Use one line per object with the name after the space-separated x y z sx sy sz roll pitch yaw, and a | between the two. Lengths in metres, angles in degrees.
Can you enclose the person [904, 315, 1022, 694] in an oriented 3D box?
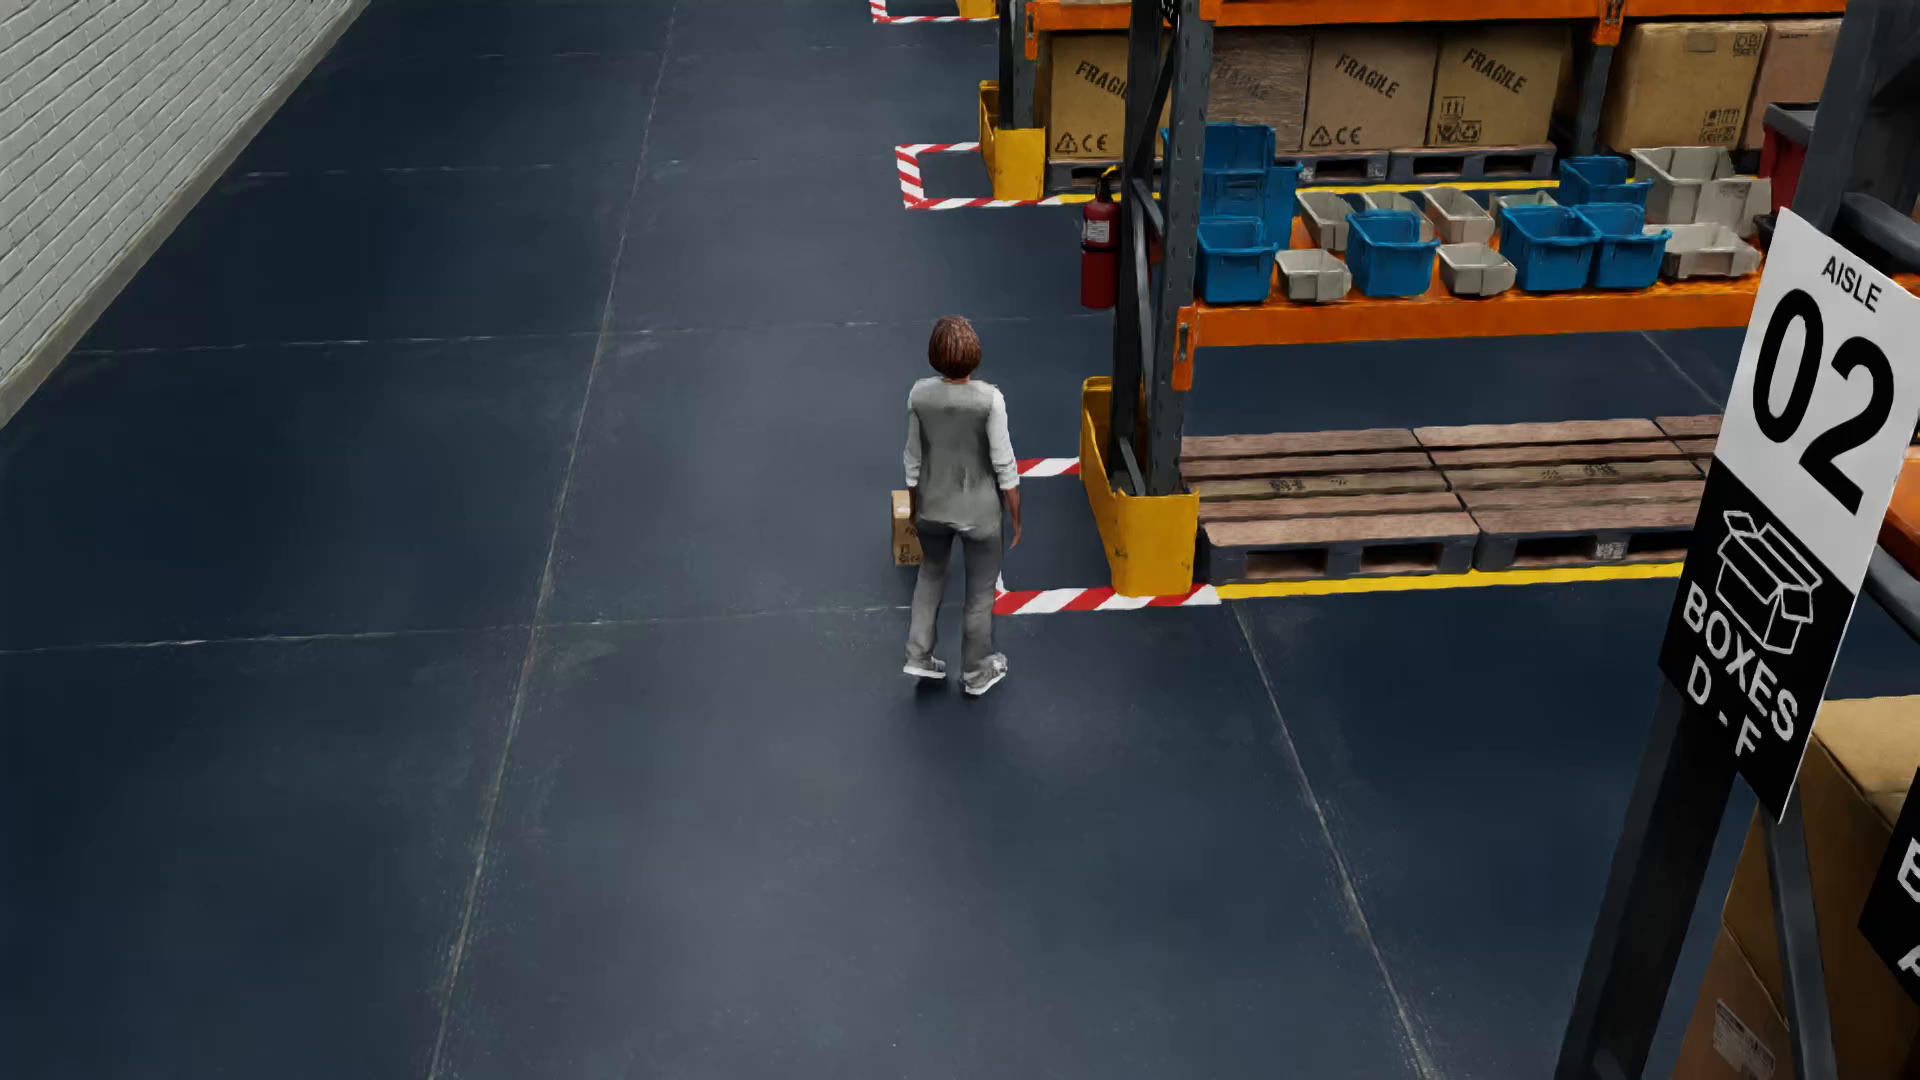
0.020 -0.108 6.304 0.451 1.597 0.347 9 33 15 | person
